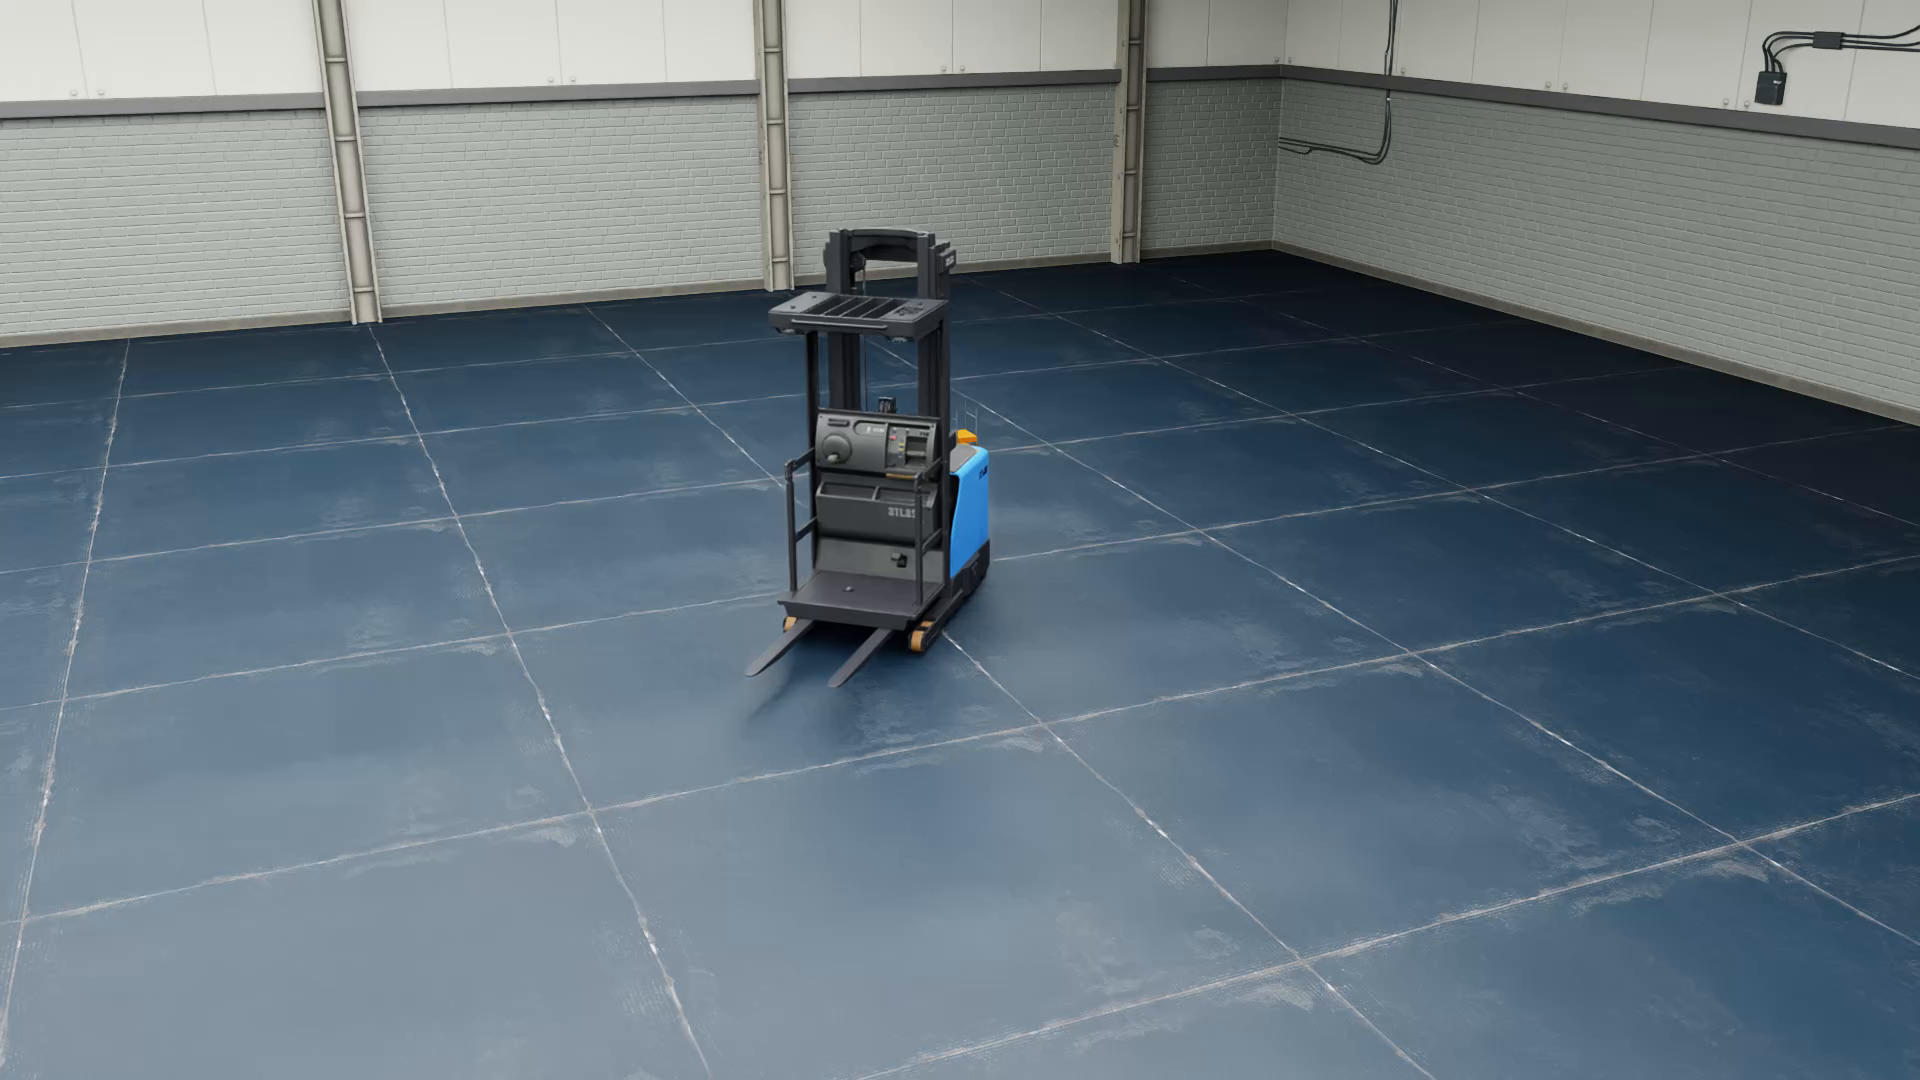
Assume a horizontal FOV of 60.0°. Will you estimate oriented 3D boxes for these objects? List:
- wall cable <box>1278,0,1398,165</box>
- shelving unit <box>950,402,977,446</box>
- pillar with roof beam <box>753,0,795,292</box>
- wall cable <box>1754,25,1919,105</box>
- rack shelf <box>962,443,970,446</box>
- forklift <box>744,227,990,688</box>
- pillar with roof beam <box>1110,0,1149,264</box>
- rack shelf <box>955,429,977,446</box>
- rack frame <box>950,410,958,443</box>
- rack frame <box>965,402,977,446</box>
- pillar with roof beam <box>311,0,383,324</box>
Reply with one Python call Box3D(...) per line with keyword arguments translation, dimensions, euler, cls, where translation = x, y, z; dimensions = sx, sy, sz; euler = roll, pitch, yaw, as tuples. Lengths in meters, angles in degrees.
Box3D(translation=(5.973, -7.396, 26.653), dimensions=(0.112, 2.526, 3.097), euler=(-8, 21, -22), cls="wall cable")
Box3D(translation=(0.013, -0.568, 14.328), dimensions=(0.189, 1.200, 0.258), euler=(-8, 21, -22), cls="shelving unit")
Box3D(translation=(-1.060, -6.774, 20.212), dimensions=(0.400, 9.000, 9.100), euler=(-8, 21, -22), cls="pillar with roof beam")
Box3D(translation=(9.719, -7.568, 17.344), dimensions=(0.169, 6.003, 2.305), euler=(-8, 21, -22), cls="wall cable")
Box3D(translation=(0.013, -0.752, 14.263), dimensions=(0.180, 0.103, 0.258), euler=(-8, 21, -22), cls="rack shelf")
Box3D(translation=(-0.687, -0.704, 12.108), dimensions=(1.130, 2.935, 3.031), euler=(6, 20, 17), cls="forklift")
Box3D(translation=(4.449, -7.563, 22.453), dimensions=(0.400, 9.000, 9.100), euler=(-8, 21, -22), cls="pillar with roof beam")
Box3D(translation=(0.013, -0.866, 14.223), dimensions=(0.180, 0.103, 0.258), euler=(-8, 21, -22), cls="rack shelf")
Box3D(translation=(-0.071, -0.556, 14.294), dimensions=(0.006, 1.200, 0.240), euler=(-8, 21, -22), cls="rack frame")
Box3D(translation=(0.097, -0.580, 14.362), dimensions=(0.006, 1.200, 0.240), euler=(-8, 21, -22), cls="rack frame")
Box3D(translation=(-6.569, -5.985, 17.970), dimensions=(0.400, 9.000, 9.100), euler=(-8, 21, -22), cls="pillar with roof beam")
